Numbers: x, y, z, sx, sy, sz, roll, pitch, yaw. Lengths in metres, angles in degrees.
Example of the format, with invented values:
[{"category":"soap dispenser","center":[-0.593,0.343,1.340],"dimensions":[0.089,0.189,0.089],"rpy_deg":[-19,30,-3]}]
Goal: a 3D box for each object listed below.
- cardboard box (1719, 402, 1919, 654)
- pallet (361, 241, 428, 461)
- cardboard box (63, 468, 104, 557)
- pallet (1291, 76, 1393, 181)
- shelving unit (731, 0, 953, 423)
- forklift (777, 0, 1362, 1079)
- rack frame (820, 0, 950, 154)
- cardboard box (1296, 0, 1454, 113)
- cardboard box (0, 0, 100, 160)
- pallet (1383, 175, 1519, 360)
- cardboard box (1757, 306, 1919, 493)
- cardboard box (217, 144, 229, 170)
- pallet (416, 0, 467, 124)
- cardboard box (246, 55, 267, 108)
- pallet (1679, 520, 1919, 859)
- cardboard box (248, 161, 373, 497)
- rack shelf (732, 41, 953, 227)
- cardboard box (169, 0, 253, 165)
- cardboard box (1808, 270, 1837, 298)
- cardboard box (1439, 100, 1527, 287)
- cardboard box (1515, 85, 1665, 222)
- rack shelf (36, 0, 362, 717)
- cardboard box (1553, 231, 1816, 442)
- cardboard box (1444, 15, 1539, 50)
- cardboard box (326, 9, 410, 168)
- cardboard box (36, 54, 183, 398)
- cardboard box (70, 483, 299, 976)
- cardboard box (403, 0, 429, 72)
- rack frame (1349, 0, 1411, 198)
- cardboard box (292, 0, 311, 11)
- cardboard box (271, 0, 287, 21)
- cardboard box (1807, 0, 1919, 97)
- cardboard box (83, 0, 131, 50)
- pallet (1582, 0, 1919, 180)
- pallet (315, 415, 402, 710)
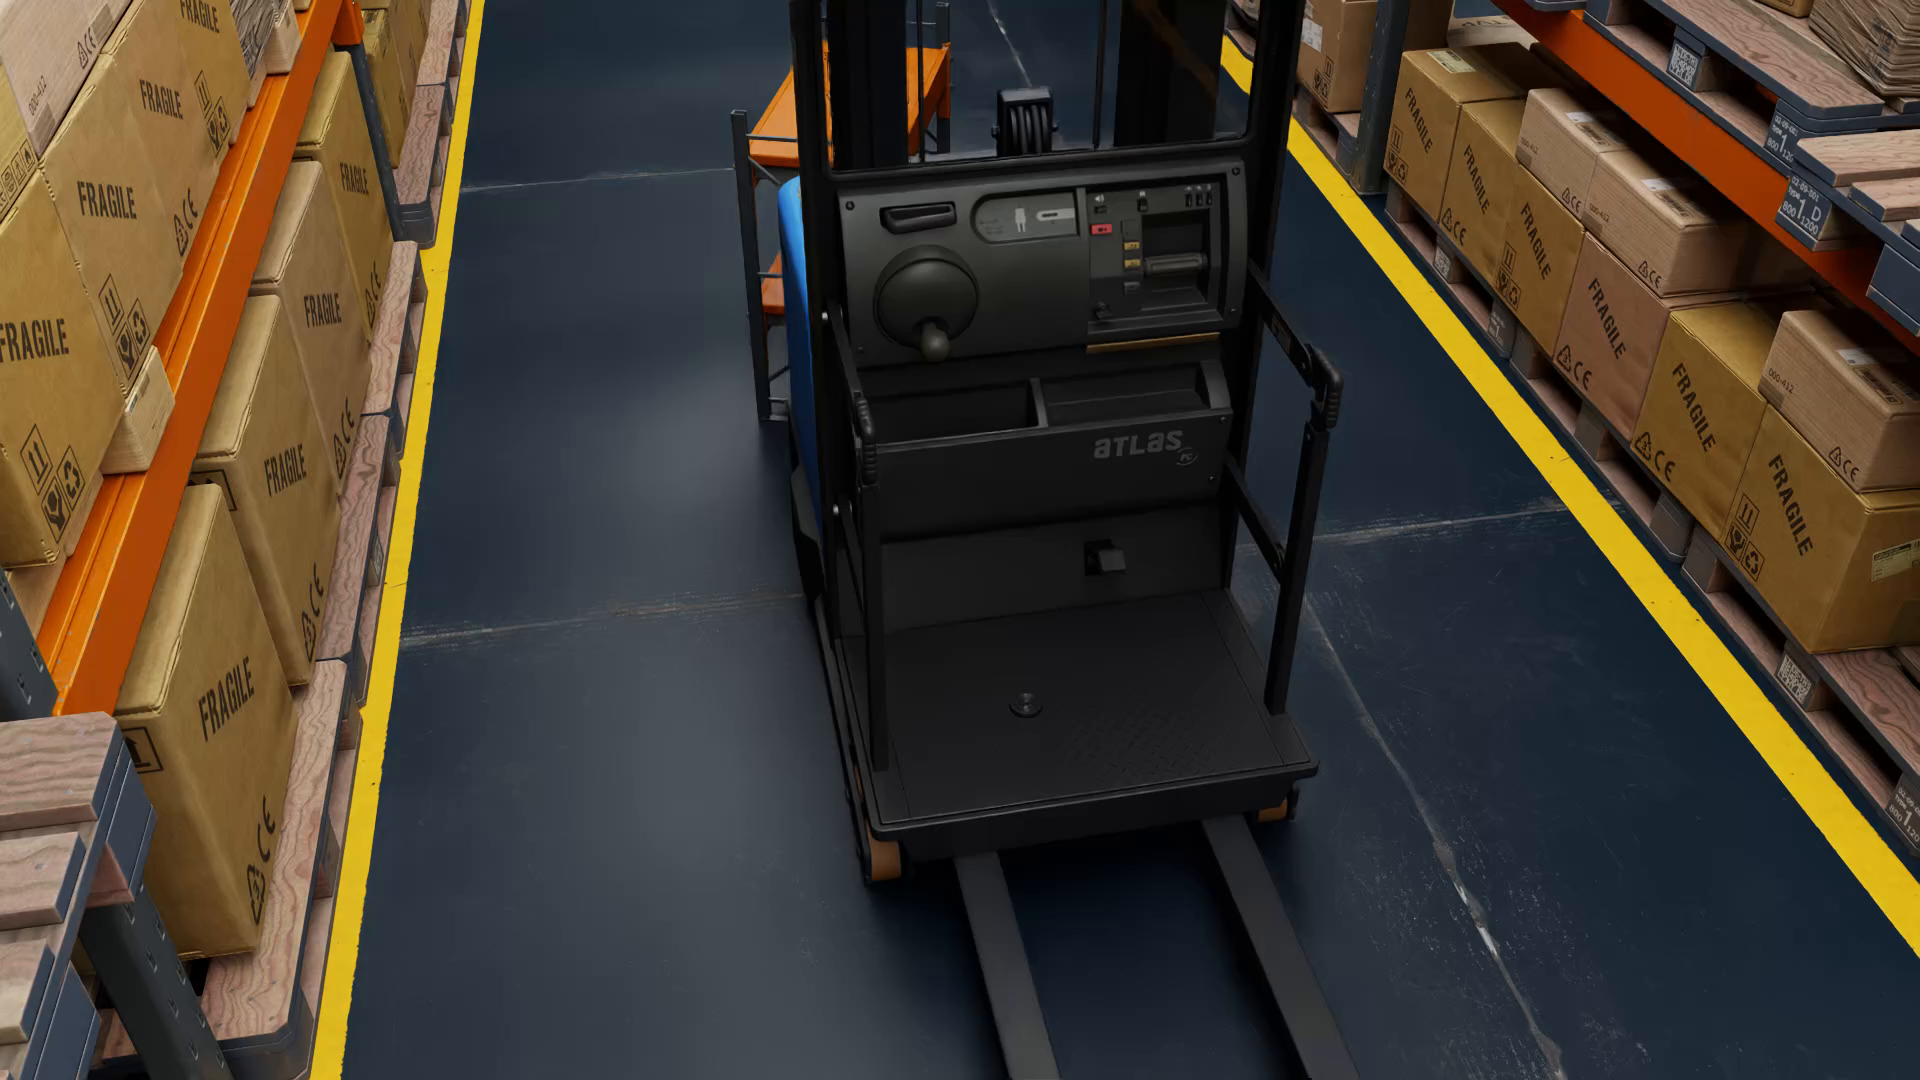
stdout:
[{"category":"cardboard box","center":[2.502,-0.057,4.557],"dimensions":[0.500,0.500,0.500],"rpy_deg":[-5,38,-6]},{"category":"pallet","center":[-2.471,-0.652,5.917],"dimensions":[1.003,0.211,1.213],"rpy_deg":[-6,38,-8]},{"category":"cardboard box","center":[-1.844,-0.081,3.098],"dimensions":[0.380,0.149,0.250],"rpy_deg":[-6,38,-7]},{"category":"pallet","center":[2.077,-2.060,7.730],"dimensions":[1.003,0.211,1.213],"rpy_deg":[-6,38,-8]},{"category":"shelving unit","center":[-0.371,-1.154,5.819],"dimensions":[0.538,1.125,1.048],"rpy_deg":[6,38,7]},{"category":"forklift","center":[0.241,-0.557,3.578],"dimensions":[1.130,2.935,3.031],"rpy_deg":[-7,38,-9]},{"category":"rack frame","center":[-0.288,-1.462,6.215],"dimensions":[0.500,1.125,0.032],"rpy_deg":[6,38,7]},{"category":"cardboard box","center":[1.817,-2.247,7.376],"dimensions":[0.500,0.500,0.500],"rpy_deg":[-6,38,-8]},{"category":"cardboard box","center":[-1.900,-0.883,2.990],"dimensions":[0.500,0.250,0.500],"rpy_deg":[-7,38,-9]},{"category":"pallet","center":[2.376,-1.158,6.568],"dimensions":[1.003,0.211,1.213],"rpy_deg":[-6,38,-8]},{"category":"cardboard box","center":[2.488,-0.386,4.370],"dimensions":[0.500,0.250,0.500],"rpy_deg":[-5,38,-6]},{"category":"cardboard box","center":[-2.127,-1.012,4.297],"dimensions":[0.380,0.149,0.250],"rpy_deg":[-5,38,-7]},{"category":"pallet","center":[-2.954,-2.316,8.059],"dimensions":[1.003,0.211,1.213],"rpy_deg":[-6,38,-8]},{"category":"cardboard box","center":[-2.192,-1.327,4.702],"dimensions":[0.380,0.149,0.250],"rpy_deg":[-6,38,-8]},{"category":"pallet","center":[2.804,0.316,4.671],"dimensions":[1.003,0.211,1.213],"rpy_deg":[-6,38,-8]},{"category":"cardboard box","center":[-2.280,-0.613,5.004],"dimensions":[0.750,0.750,0.750],"rpy_deg":[-5,38,-7]},{"category":"rack shelf","center":[-0.371,-1.385,5.639],"dimensions":[0.538,0.278,1.000],"rpy_deg":[6,38,7]},{"category":"cardboard box","center":[-2.080,-1.212,4.025],"dimensions":[0.500,0.500,0.500],"rpy_deg":[-5,38,-7]},{"category":"cardboard box","center":[2.822,-0.756,5.457],"dimensions":[0.500,0.500,0.500],"rpy_deg":[-7,38,-9]},{"category":"cardboard box","center":[2.145,-1.294,6.149],"dimensions":[0.500,0.500,0.500],"rpy_deg":[-6,38,-7]},{"category":"cardboard box","center":[2.216,-1.307,5.555],"dimensions":[0.500,0.250,0.500],"rpy_deg":[-6,38,-8]},{"category":"rack shelf","center":[-2.330,-0.719,4.317],"dimensions":[1.077,0.370,4.000],"rpy_deg":[-6,38,-8]},{"category":"cardboard box","center":[2.314,-0.685,5.366],"dimensions":[0.500,0.500,0.500],"rpy_deg":[-8,38,-10]},{"category":"cardboard box","center":[2.335,-2.135,7.386],"dimensions":[0.500,0.311,0.500],"rpy_deg":[-6,38,-8]},{"category":"cardboard box","center":[-2.710,-1.853,6.885],"dimensions":[0.700,0.500,0.500],"rpy_deg":[-6,38,-7]},{"category":"cardboard box","center":[-1.895,-0.598,3.235],"dimensions":[0.500,0.500,0.500],"rpy_deg":[-5,38,-6]},{"category":"cardboard box","center":[-1.979,0.430,3.662],"dimensions":[0.750,0.750,0.750],"rpy_deg":[-7,38,-9]},{"category":"cardboard box","center":[-2.883,-2.467,7.675],"dimensions":[0.700,0.500,0.500],"rpy_deg":[-5,38,-7]},{"category":"rack frame","center":[2.196,-2.746,6.340],"dimensions":[1.000,3.000,0.127],"rpy_deg":[-6,38,-8]},{"category":"cardboard box","center":[-2.275,-1.796,5.306],"dimensions":[0.380,0.149,0.250],"rpy_deg":[-6,38,-7]},{"category":"cardboard box","center":[-2.252,-1.817,4.804],"dimensions":[0.500,0.500,0.500],"rpy_deg":[-6,38,-8]},{"category":"cardboard box","center":[2.704,-1.477,4.282],"dimensions":[0.700,0.500,0.500],"rpy_deg":[0,38,1]},{"category":"cardboard box","center":[-1.991,-1.184,3.378],"dimensions":[0.500,0.250,0.500],"rpy_deg":[-6,38,-8]},{"category":"pallet","center":[2.552,-1.429,4.800],"dimensions":[1.003,0.211,1.213],"rpy_deg":[-6,38,-8]},{"category":"pallet","center":[-2.253,0.086,4.967],"dimensions":[1.003,0.211,1.213],"rpy_deg":[-6,38,-8]}]
